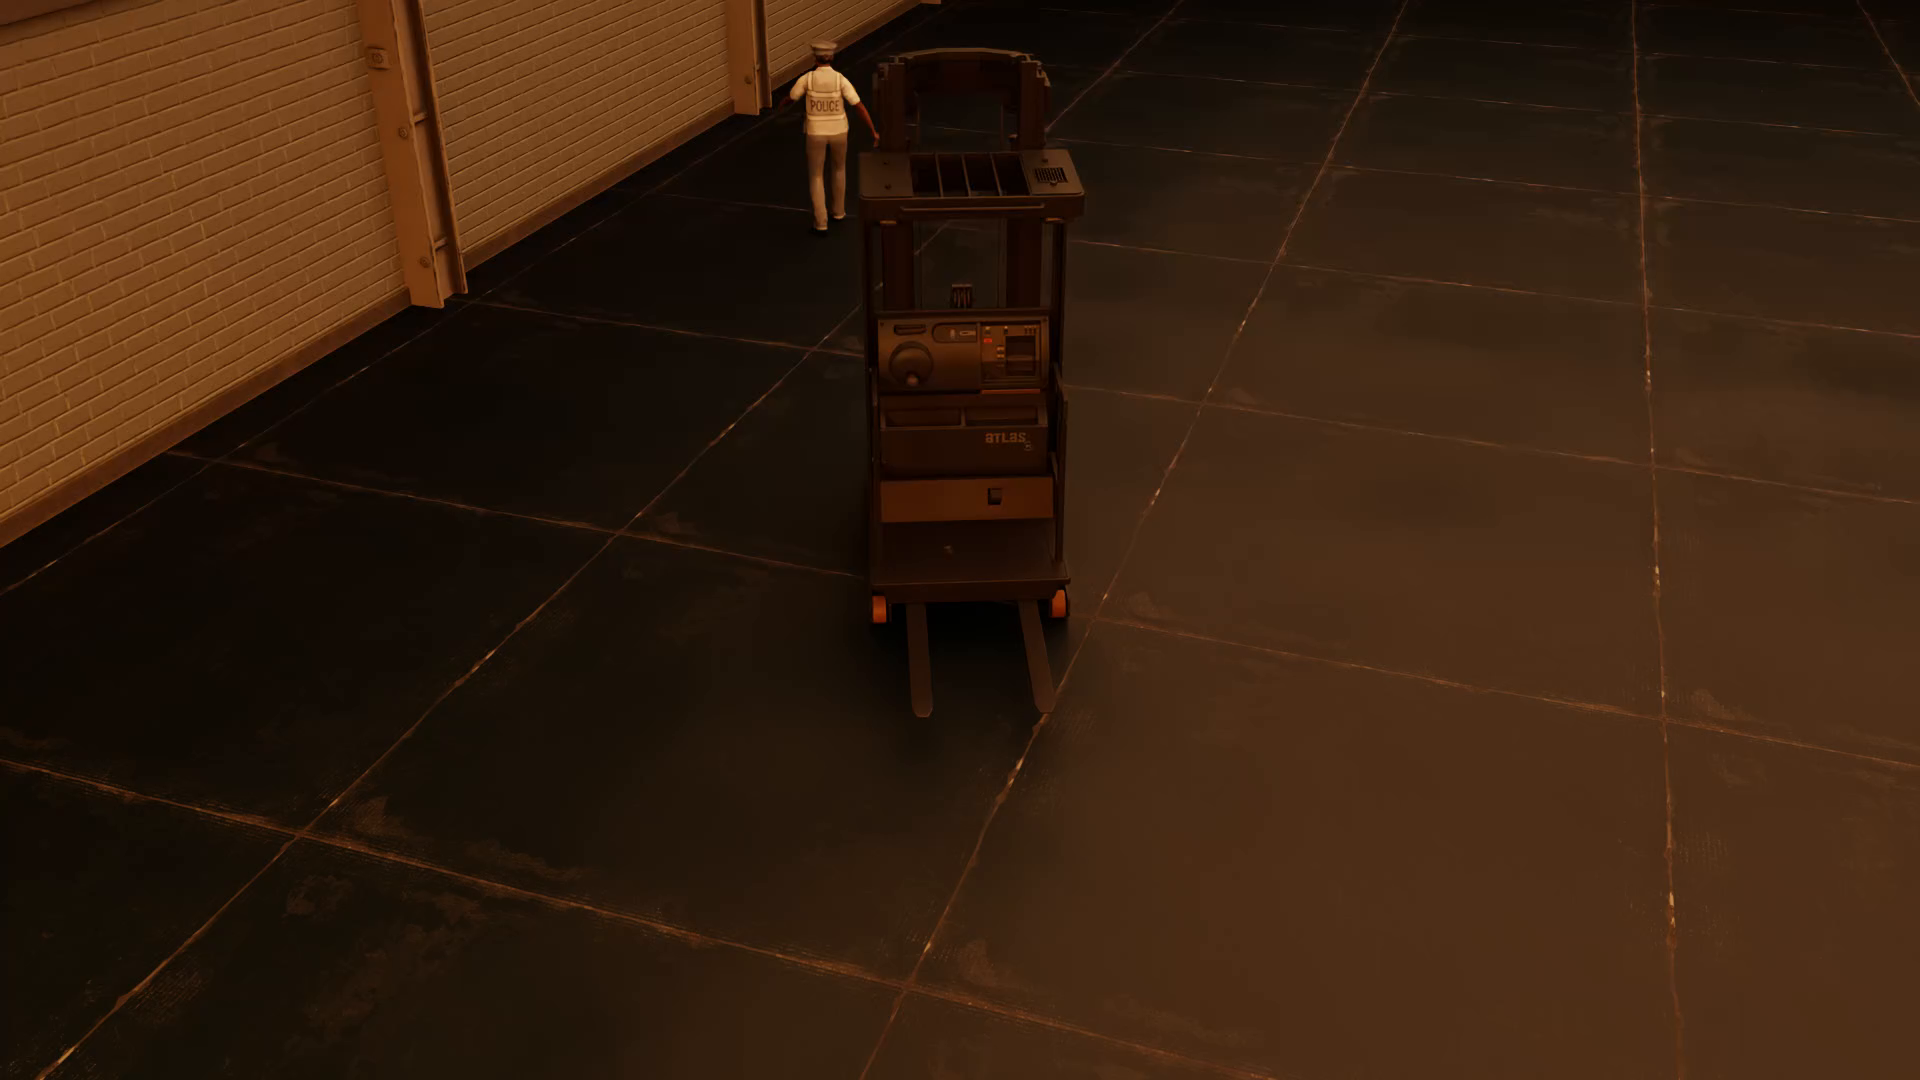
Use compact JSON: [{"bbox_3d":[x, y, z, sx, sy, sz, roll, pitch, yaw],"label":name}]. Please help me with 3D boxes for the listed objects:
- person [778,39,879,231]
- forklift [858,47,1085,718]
[{"bbox_3d":[-1.159,-3.603,14.778,0.880,1.641,0.732,-3,30,-6],"label":"person"},{"bbox_3d":[0.035,-0.972,8.842,1.130,2.935,3.031,-2,30,-3],"label":"forklift"}]
